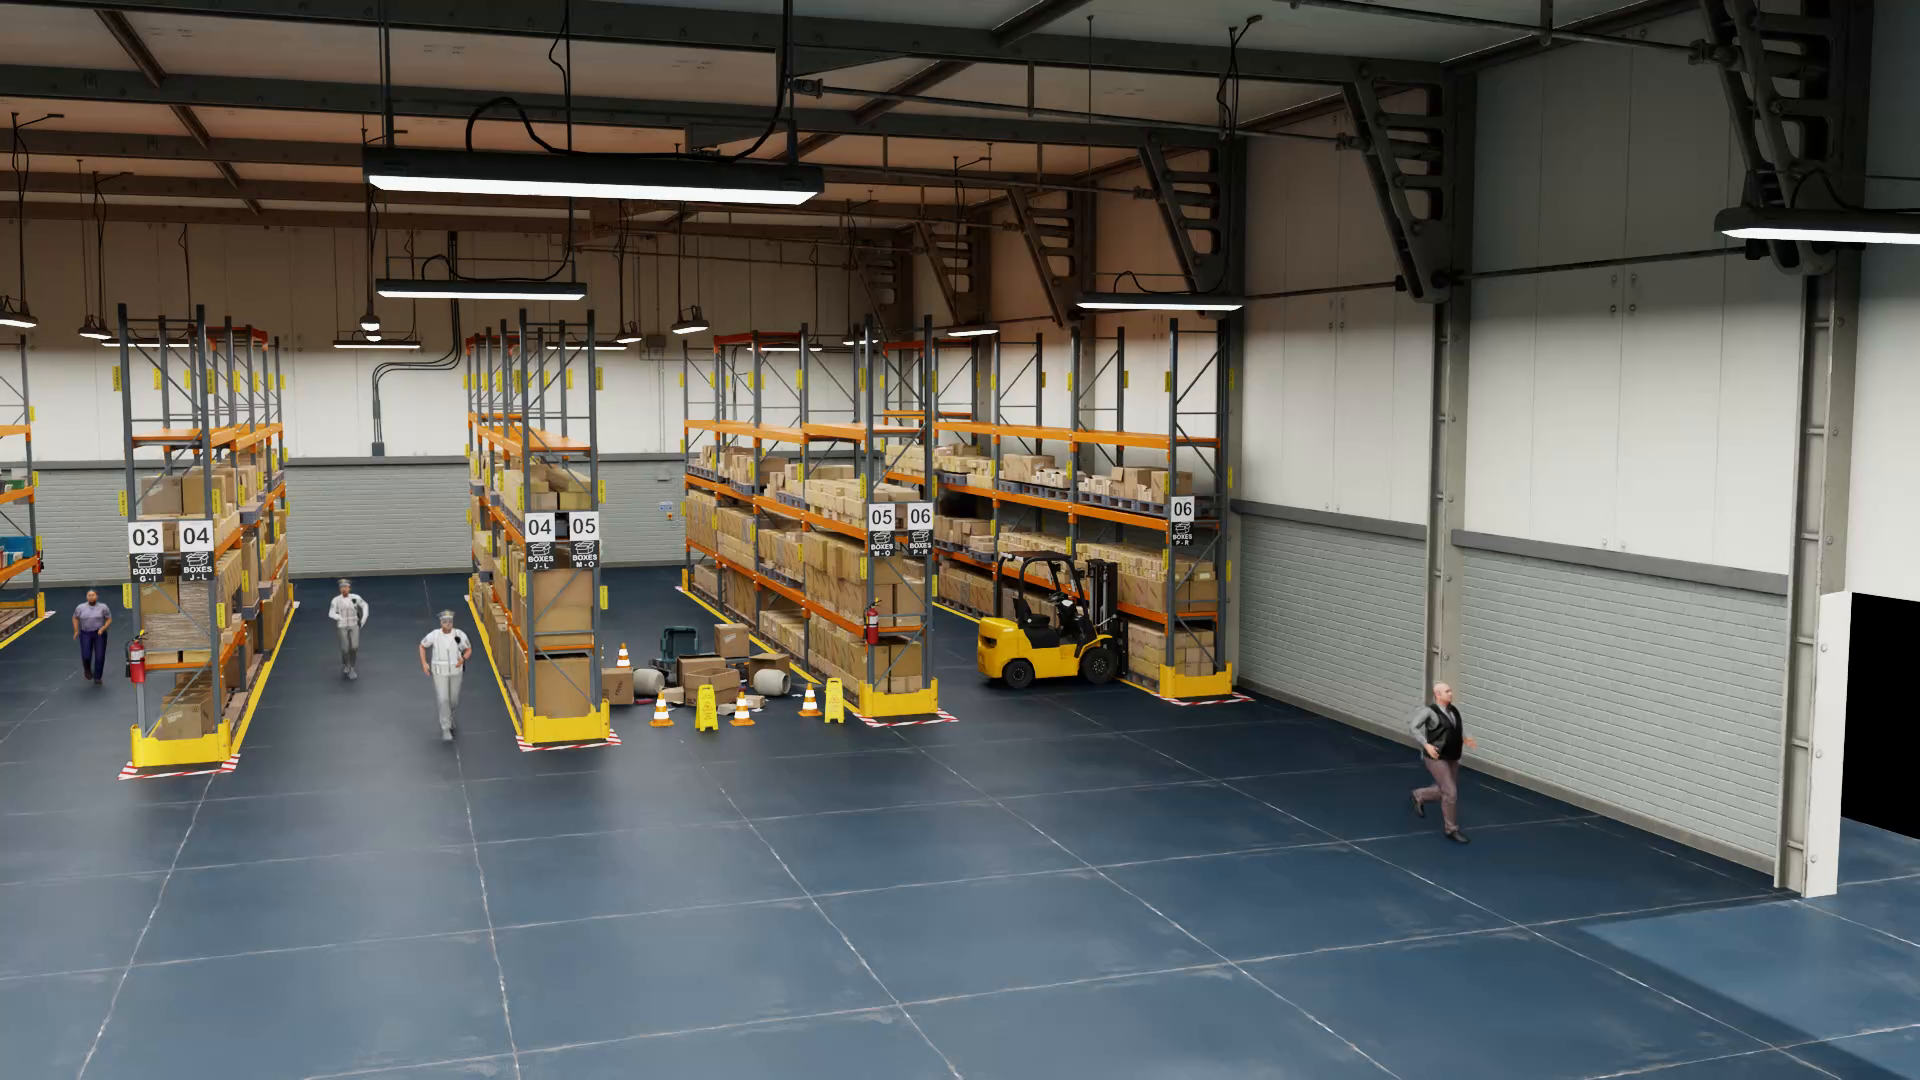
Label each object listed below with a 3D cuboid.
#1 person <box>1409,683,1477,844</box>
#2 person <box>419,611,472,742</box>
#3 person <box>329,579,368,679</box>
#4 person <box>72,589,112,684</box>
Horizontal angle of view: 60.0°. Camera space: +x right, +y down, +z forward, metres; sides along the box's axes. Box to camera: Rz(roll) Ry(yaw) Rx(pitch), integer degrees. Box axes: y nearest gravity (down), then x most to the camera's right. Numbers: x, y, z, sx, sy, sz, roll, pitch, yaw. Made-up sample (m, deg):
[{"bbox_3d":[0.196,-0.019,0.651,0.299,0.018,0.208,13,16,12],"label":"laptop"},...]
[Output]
[{"bbox_3d":[5.304,2.426,18.353,0.662,1.721,0.847,-4,7,-35],"label":"person"},{"bbox_3d":[-7.265,1.891,23.577,0.690,1.799,0.912,-3,6,-27],"label":"person"},{"bbox_3d":[-10.380,1.506,28.244,0.618,1.711,0.705,-2,6,-17],"label":"person"},{"bbox_3d":[-14.329,1.604,27.476,0.592,1.598,0.588,-3,6,-26],"label":"person"}]
